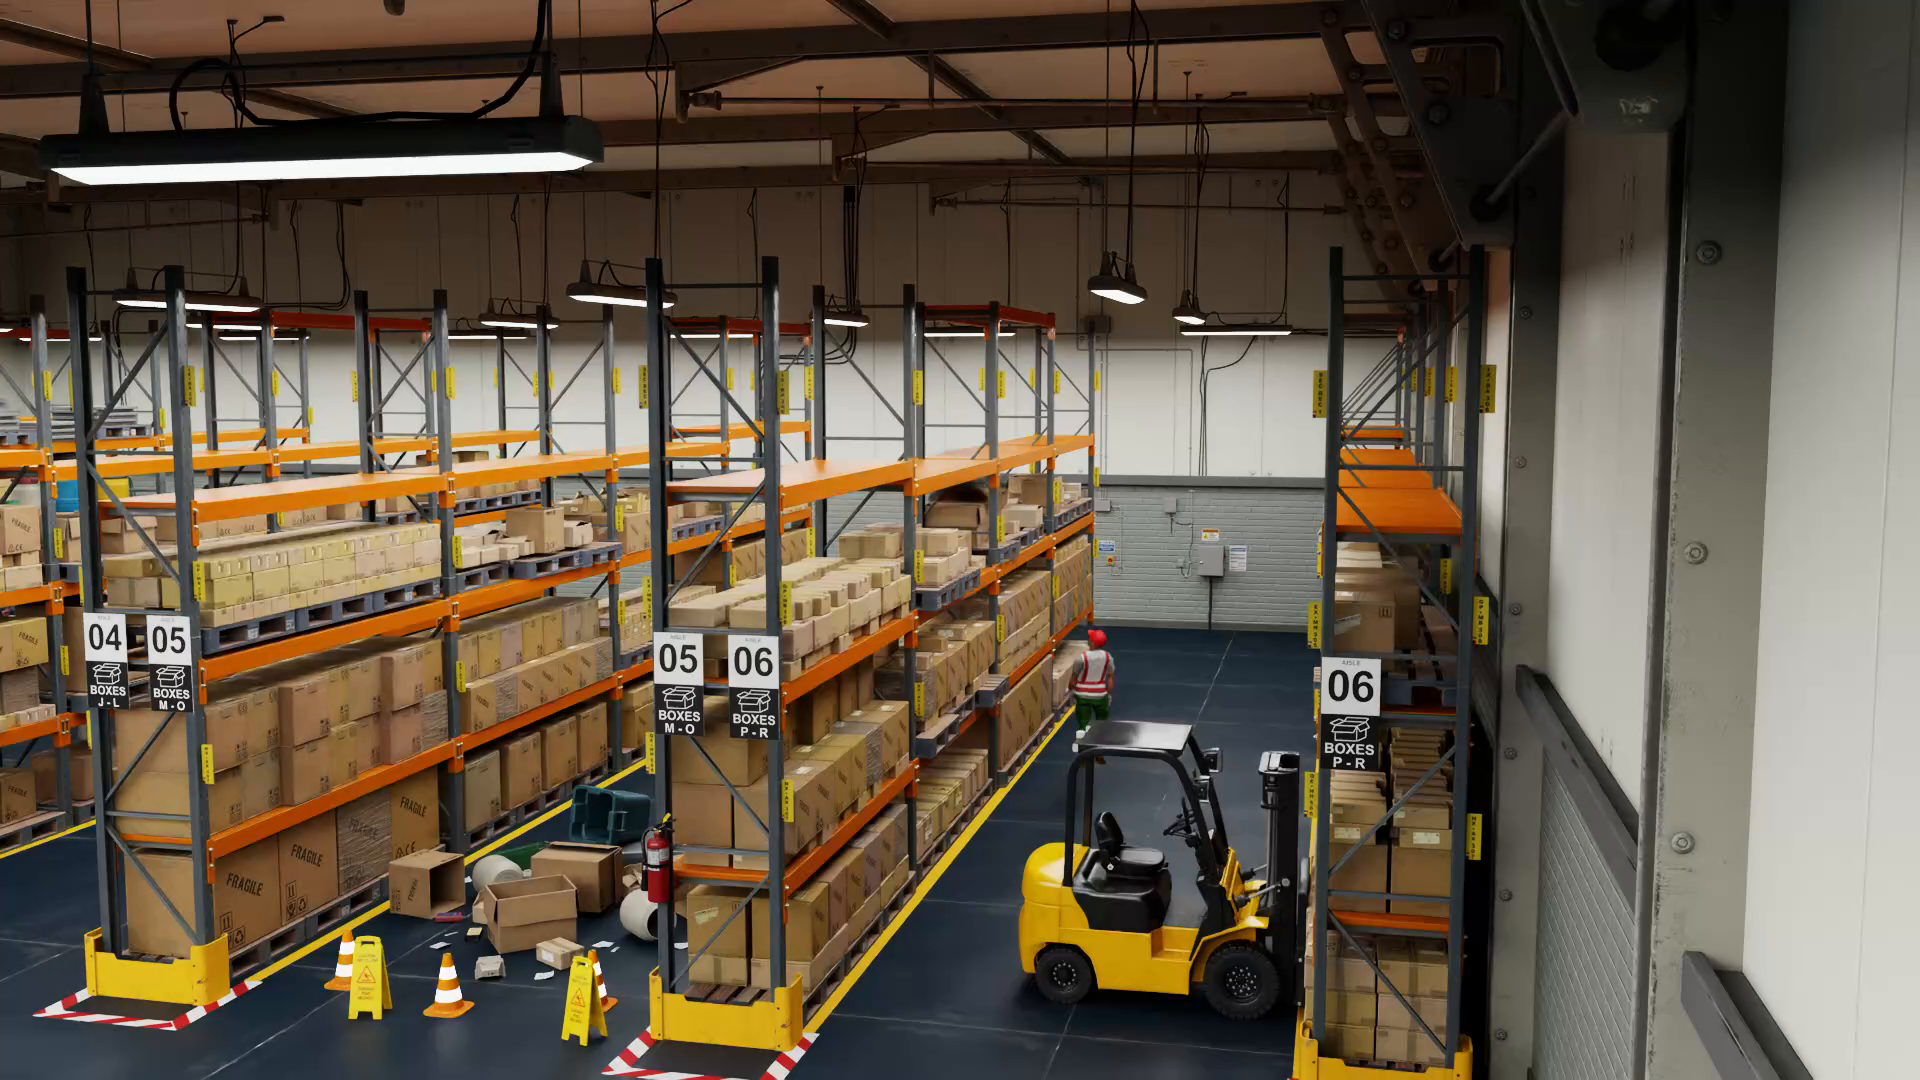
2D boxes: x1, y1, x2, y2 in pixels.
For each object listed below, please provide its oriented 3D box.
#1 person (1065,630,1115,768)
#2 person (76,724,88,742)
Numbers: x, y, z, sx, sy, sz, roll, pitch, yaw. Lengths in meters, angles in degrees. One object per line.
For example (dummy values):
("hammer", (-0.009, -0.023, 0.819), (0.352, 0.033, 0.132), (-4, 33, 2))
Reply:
("person", (1.634, 2.003, 21.035), (0.647, 1.786, 0.544), (1, 6, 9))
("person", (-11.680, 2.091, 21.779), (0.453, 1.774, 0.592), (5, 8, 41))
